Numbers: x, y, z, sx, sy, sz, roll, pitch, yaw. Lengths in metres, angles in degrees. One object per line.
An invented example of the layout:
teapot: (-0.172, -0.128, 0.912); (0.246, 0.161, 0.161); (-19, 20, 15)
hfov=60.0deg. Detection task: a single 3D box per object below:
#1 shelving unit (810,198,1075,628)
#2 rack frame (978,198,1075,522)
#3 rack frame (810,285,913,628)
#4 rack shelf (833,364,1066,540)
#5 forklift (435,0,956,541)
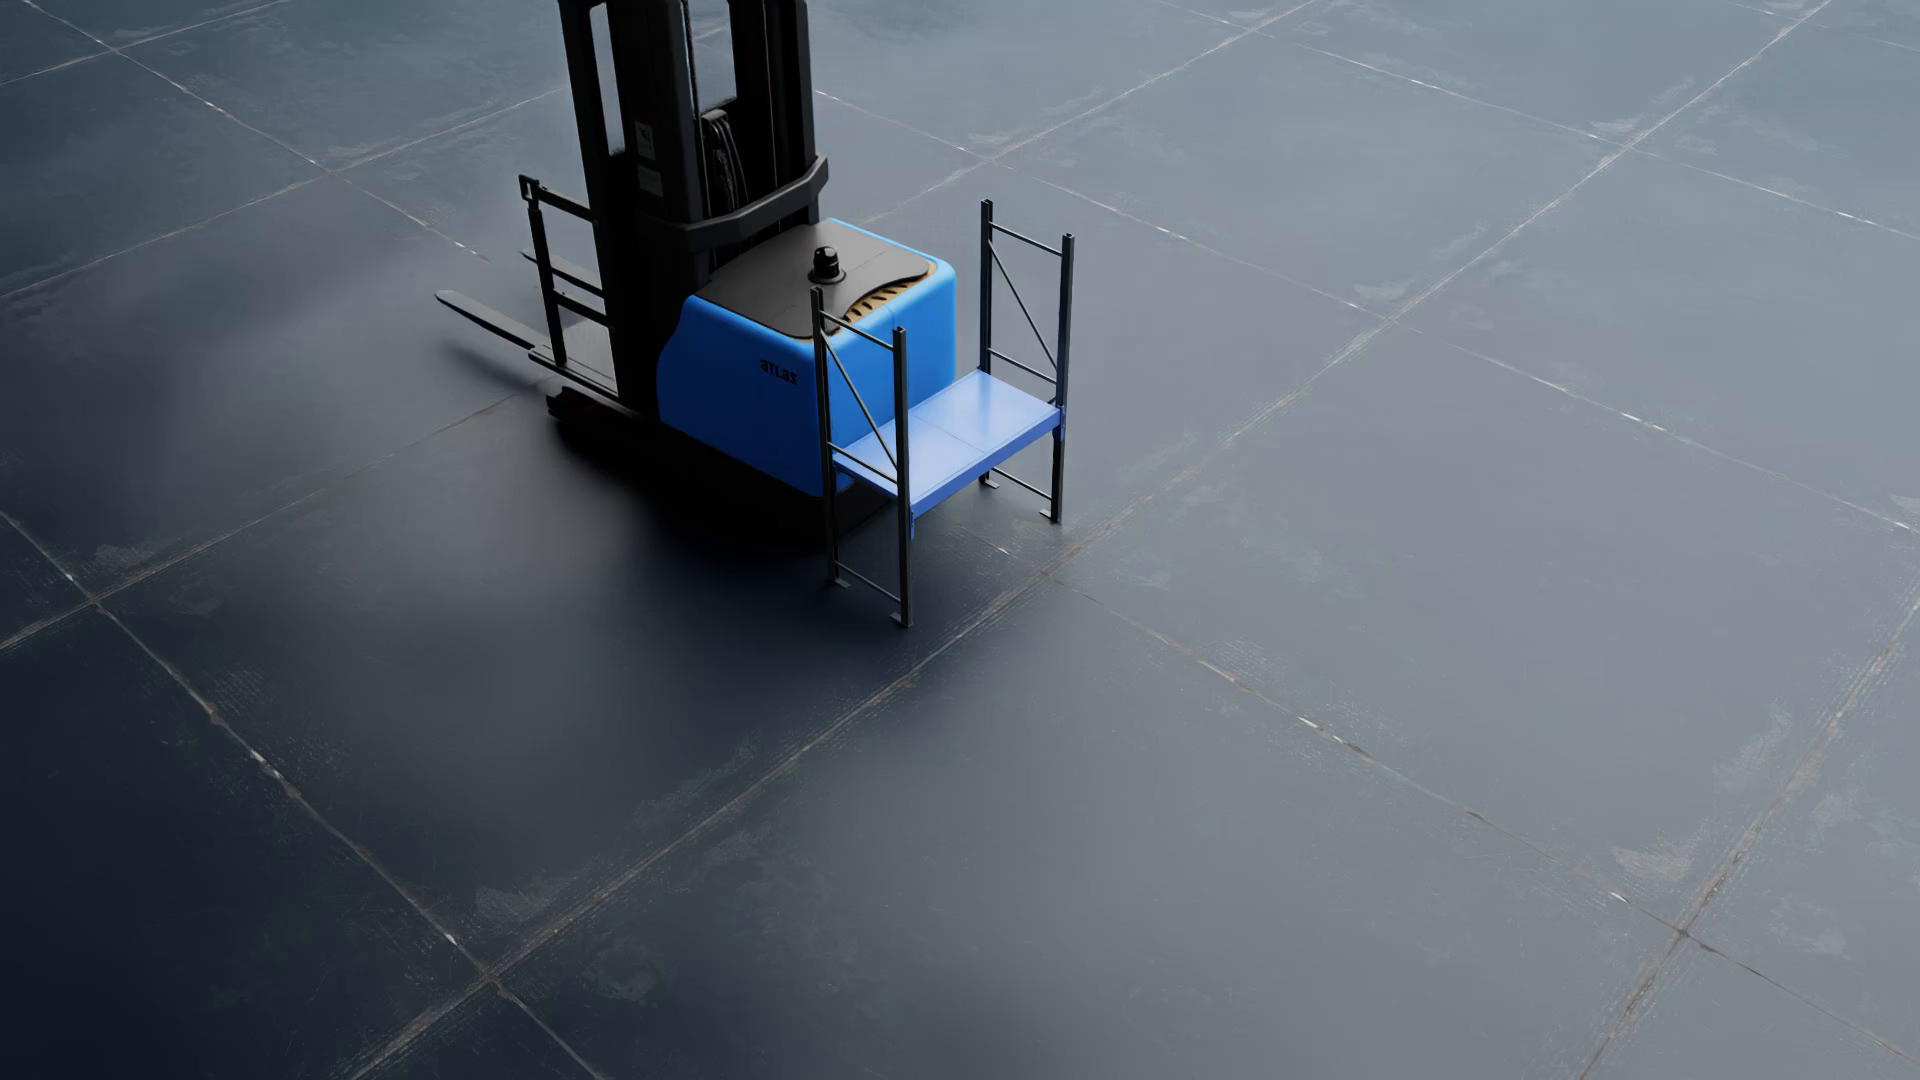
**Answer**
shelving unit: (-0.058, -0.548, 7.234); (0.538, 1.500, 1.048); (30, 47, 32)
rack frame: (0.285, -0.781, 7.528); (0.500, 1.500, 0.032); (30, 47, 32)
rack frame: (-0.400, -0.314, 6.940); (0.500, 1.500, 0.032); (30, 47, 32)
rack shelf: (-0.058, -0.407, 7.346); (0.538, 0.185, 1.000); (30, 47, 32)
forklift: (-1.476, -1.898, 7.781); (3.031, 2.935, 1.130); (26, 45, 29)
